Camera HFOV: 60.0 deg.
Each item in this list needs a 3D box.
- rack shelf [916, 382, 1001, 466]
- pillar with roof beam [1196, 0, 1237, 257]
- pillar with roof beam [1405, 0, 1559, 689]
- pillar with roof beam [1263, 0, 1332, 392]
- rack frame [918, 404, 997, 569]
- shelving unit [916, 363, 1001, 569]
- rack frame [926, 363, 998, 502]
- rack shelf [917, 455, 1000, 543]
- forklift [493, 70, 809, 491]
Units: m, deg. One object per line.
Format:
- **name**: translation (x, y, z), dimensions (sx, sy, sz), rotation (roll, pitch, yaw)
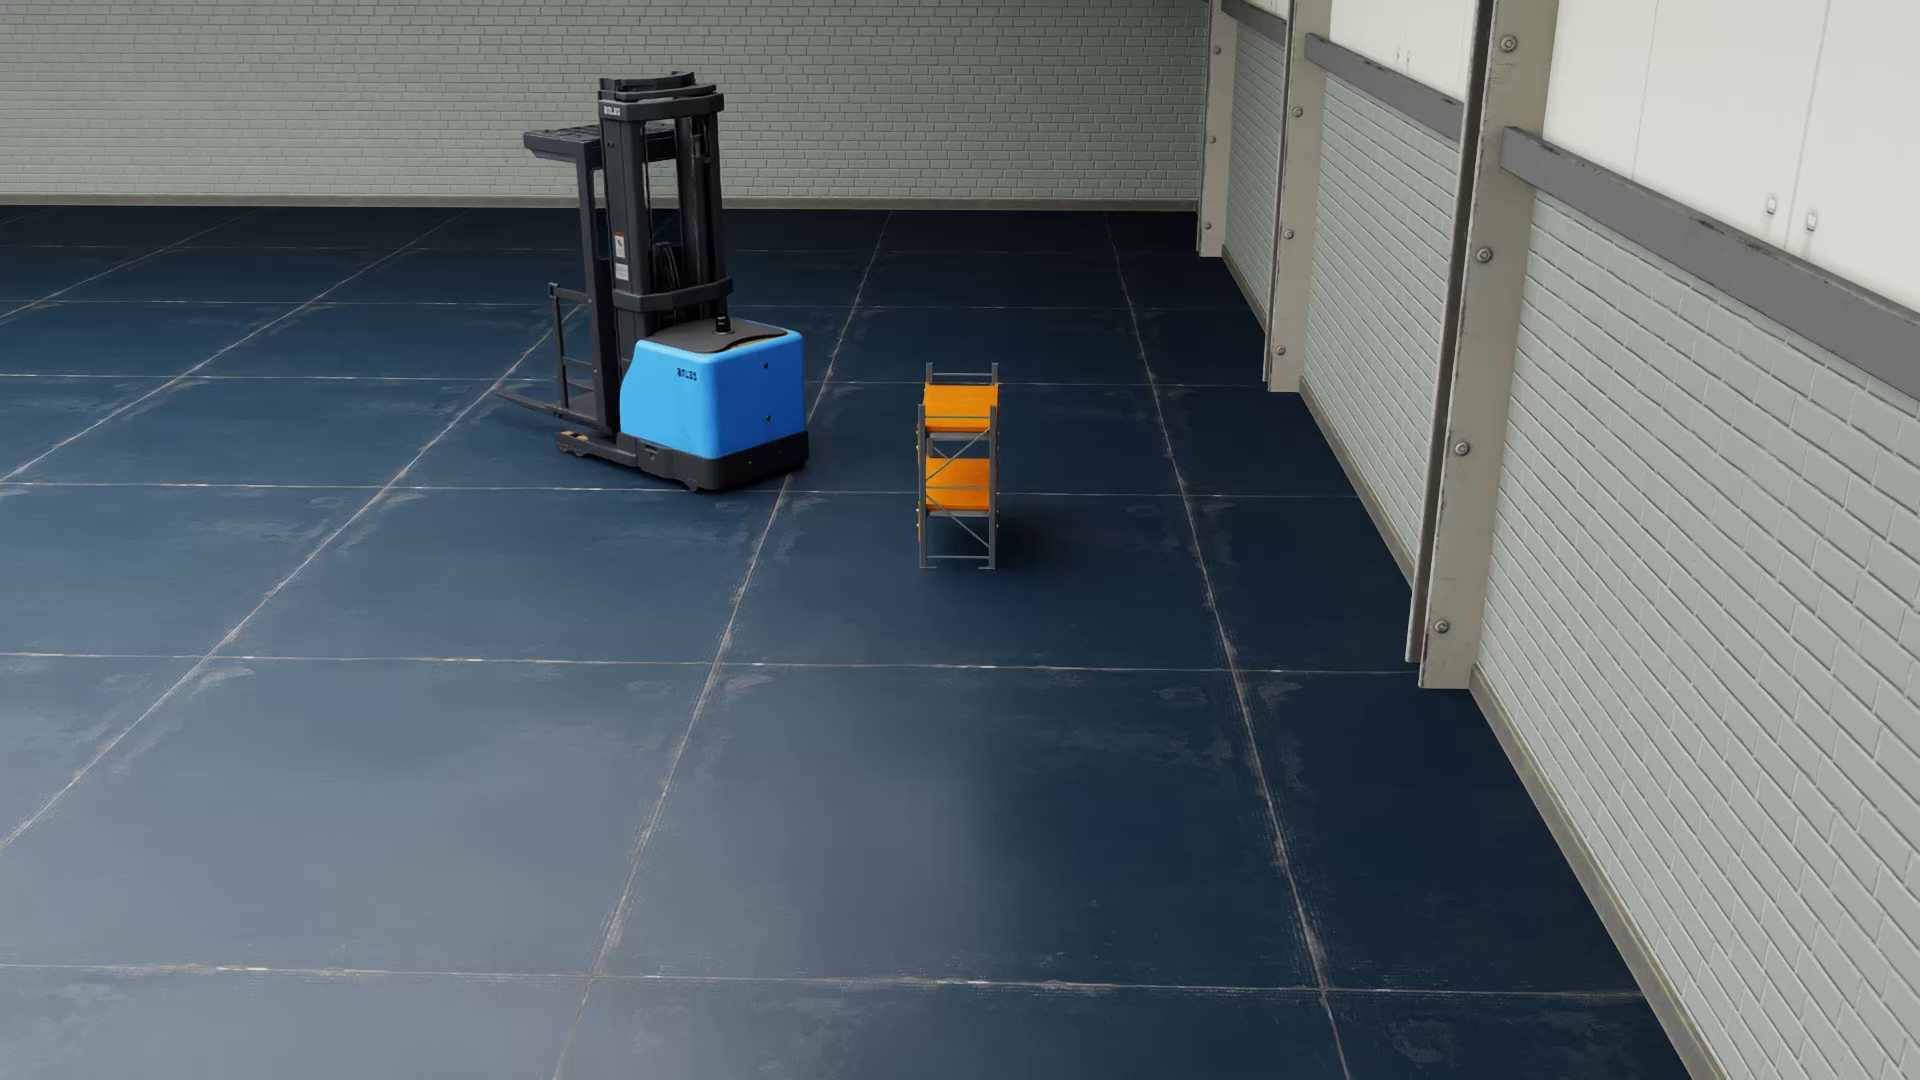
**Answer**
- **rack shelf**: translation (0.000, -0.795, 11.213), dimensions (0.538, 0.278, 1.000), rotation (1, 21, 2)
- **pillar with roof beam**: translation (-1.182, -7.817, 19.234), dimensions (9.100, 9.000, 0.400), rotation (1, 21, 2)
- **pillar with roof beam**: translation (-1.547, -3.478, 8.052), dimensions (9.100, 9.000, 0.400), rotation (1, 21, 2)
- **pillar with roof beam**: translation (-1.365, -5.647, 13.643), dimensions (9.100, 9.000, 0.400), rotation (1, 21, 2)
- **rack frame**: translation (-0.016, -0.338, 10.845), dimensions (0.500, 1.125, 0.032), rotation (1, 21, 2)
- **shelving unit**: translation (0.000, -0.522, 11.319), dimensions (0.538, 1.125, 1.048), rotation (1, 21, 2)
- **rack frame**: translation (0.015, -0.706, 11.793), dimensions (0.500, 1.125, 0.032), rotation (1, 21, 2)
- **rack shelf**: translation (0.000, -0.294, 11.408), dimensions (0.538, 0.278, 1.000), rotation (1, 21, 2)
- **forklift**: translation (-2.622, -2.157, 13.037), dimensions (3.031, 2.935, 1.130), rotation (17, 27, 38)
